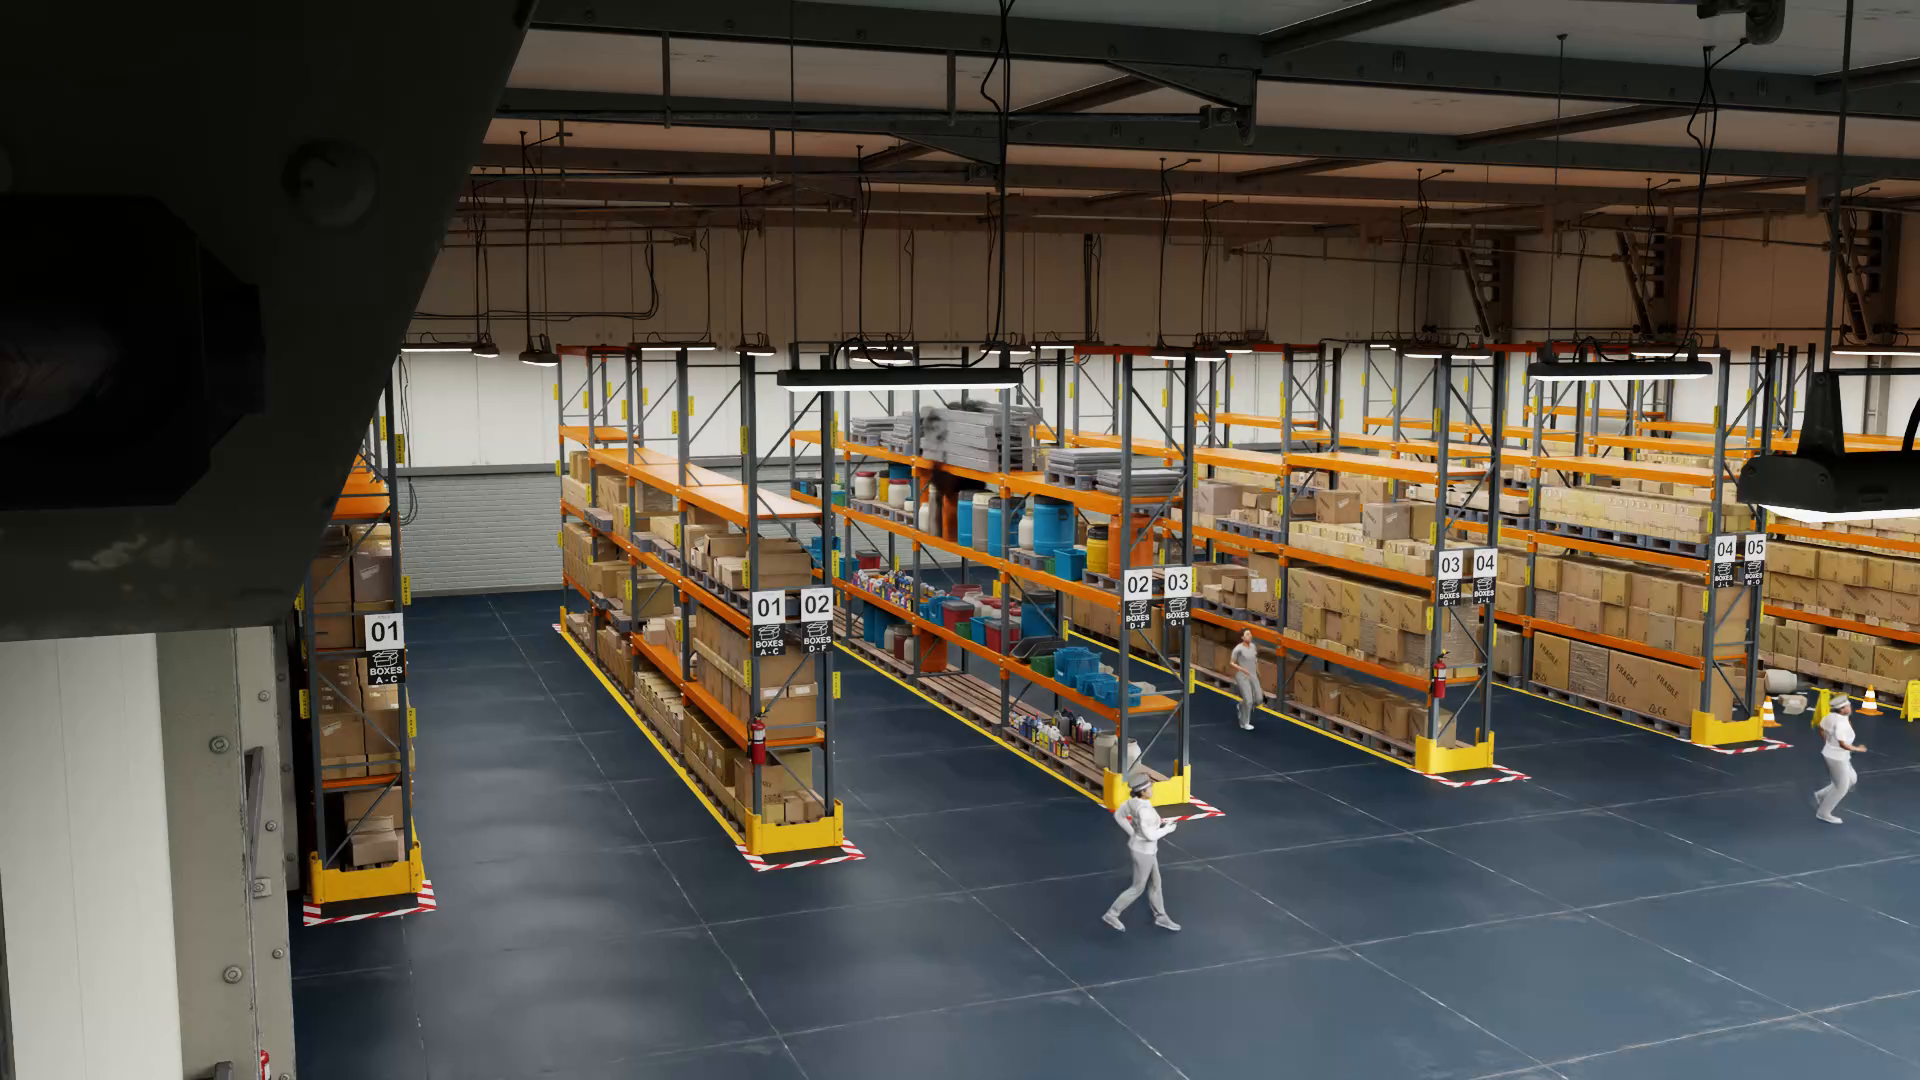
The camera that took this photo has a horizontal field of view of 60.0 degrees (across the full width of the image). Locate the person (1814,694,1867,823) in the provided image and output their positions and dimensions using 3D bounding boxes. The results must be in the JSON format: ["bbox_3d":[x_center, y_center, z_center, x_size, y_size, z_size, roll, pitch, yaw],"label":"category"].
[{"bbox_3d":[11.335,2.799,21.359,0.518,1.671,0.624,2,8,15],"label":"person"}]

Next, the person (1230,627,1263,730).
[{"bbox_3d":[4.533,2.185,26.337,0.561,1.620,0.584,-4,8,-28],"label":"person"}]

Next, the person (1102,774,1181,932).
[{"bbox_3d":[1.904,3.273,17.348,0.854,1.713,0.605,-1,7,-5],"label":"person"}]

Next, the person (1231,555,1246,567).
[{"bbox_3d":[7.072,0.194,42.047,0.537,1.611,0.590,-2,8,-18],"label":"person"}]
